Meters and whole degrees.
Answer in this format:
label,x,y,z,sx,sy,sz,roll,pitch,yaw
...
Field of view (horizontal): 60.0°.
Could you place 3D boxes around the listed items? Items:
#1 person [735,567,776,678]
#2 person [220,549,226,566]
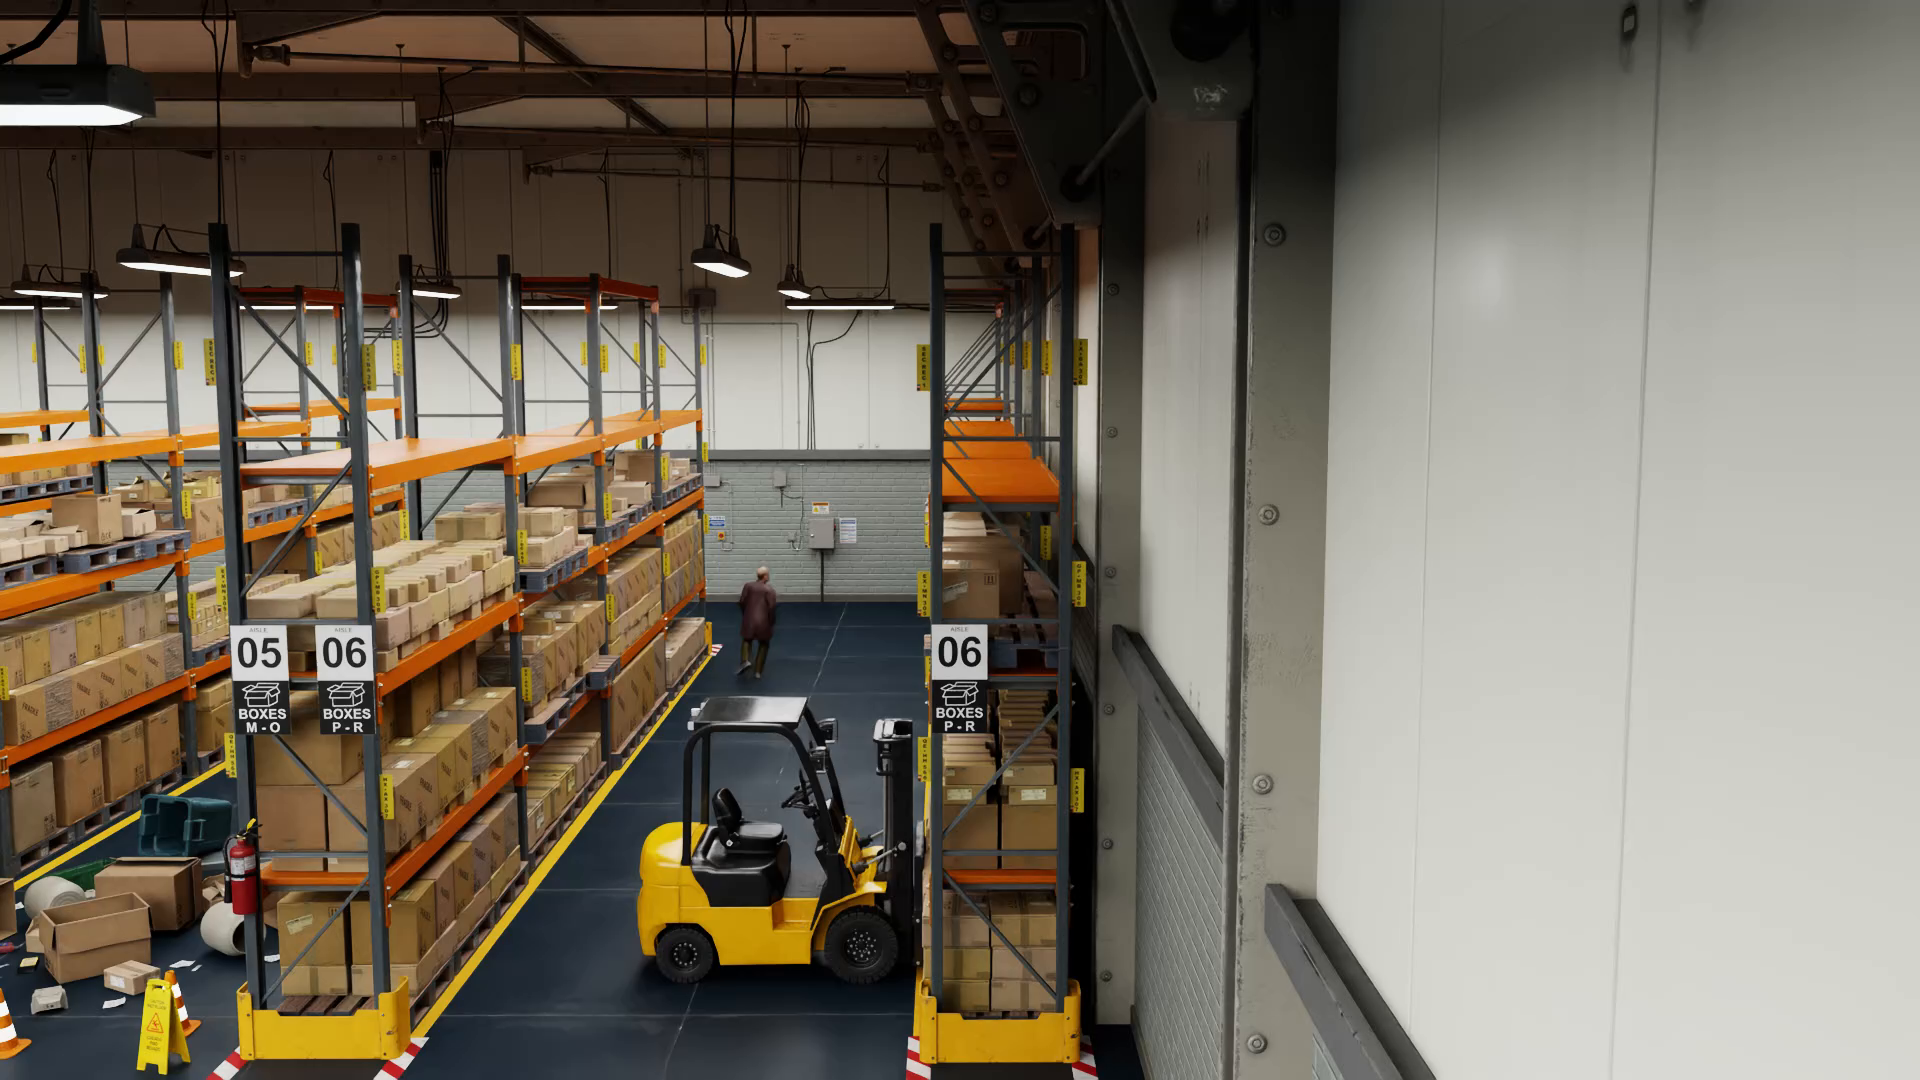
label,x,y,z,sx,sy,sz,roll,pitch,yaw
person,-3.140,1.293,25.811,0.625,1.746,0.700,1,7,12
person,-12.818,0.941,29.235,0.538,1.605,1.064,0,7,0
